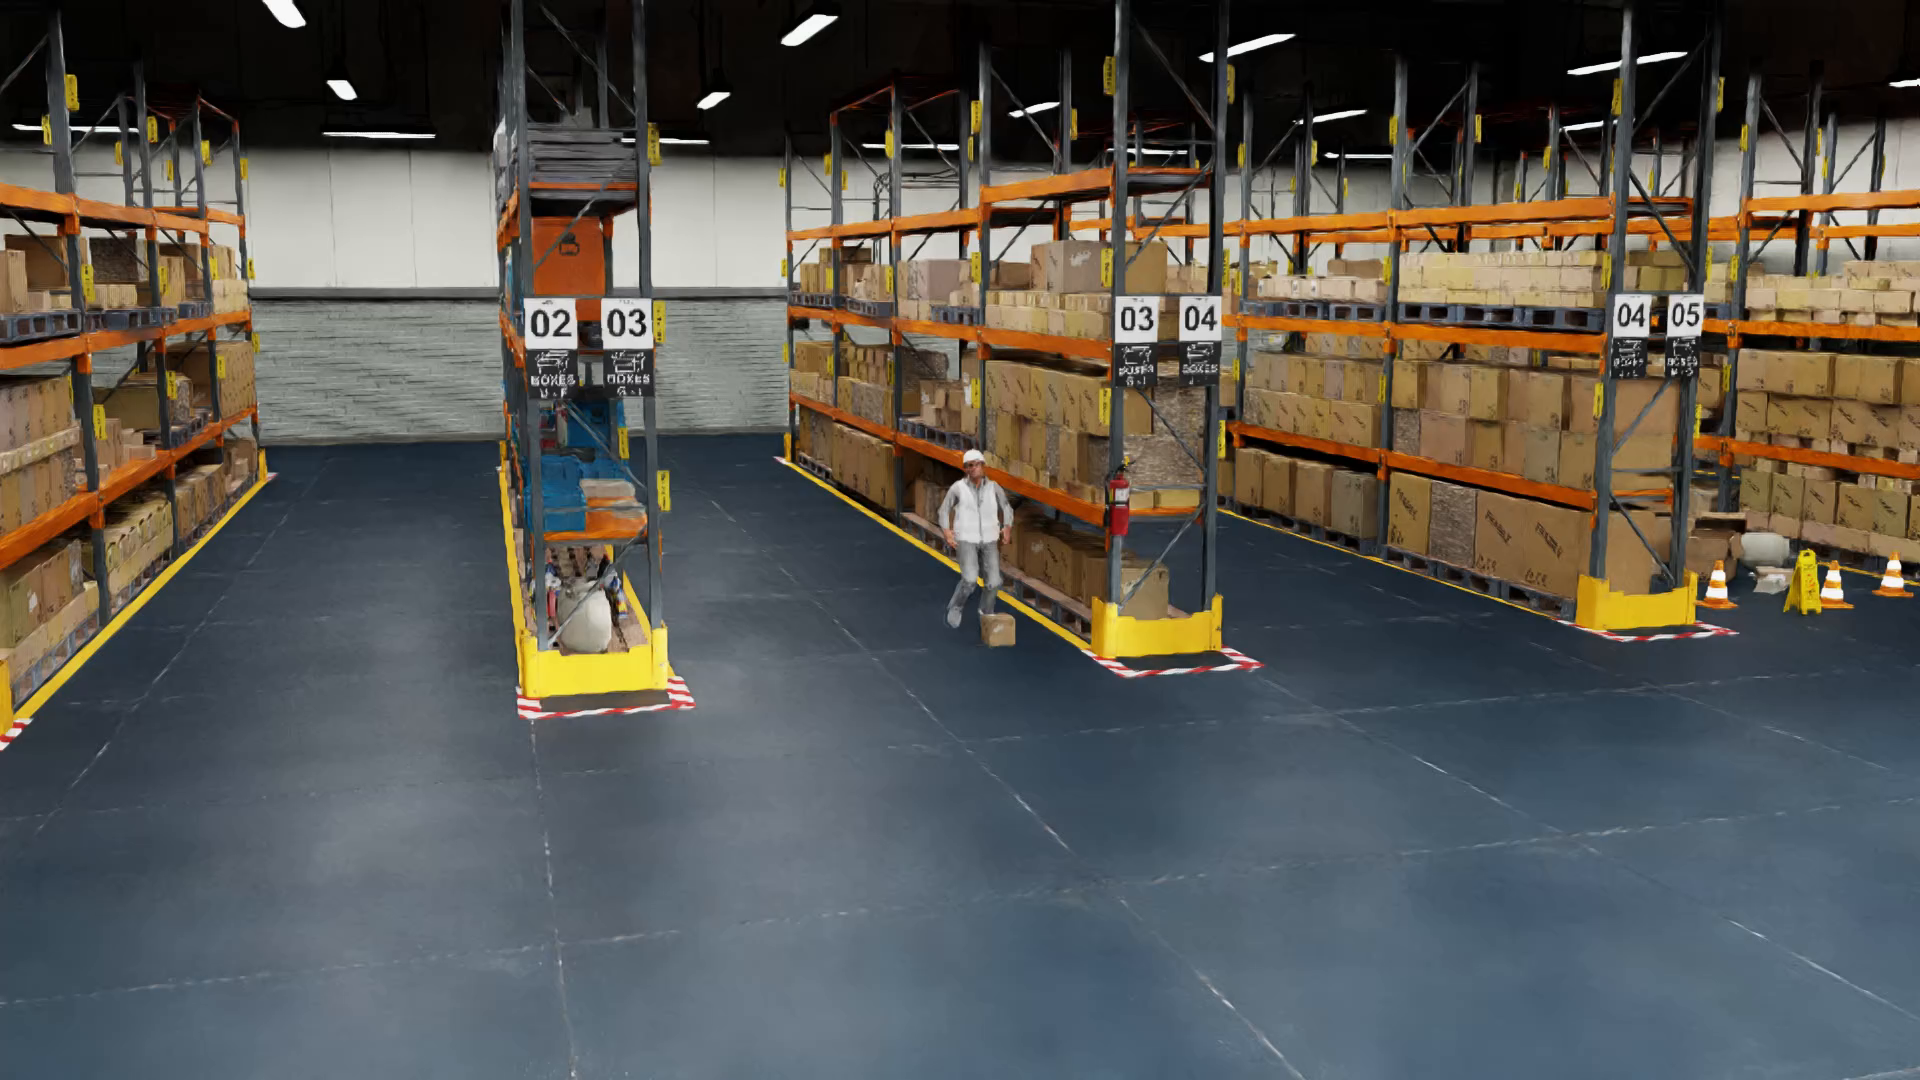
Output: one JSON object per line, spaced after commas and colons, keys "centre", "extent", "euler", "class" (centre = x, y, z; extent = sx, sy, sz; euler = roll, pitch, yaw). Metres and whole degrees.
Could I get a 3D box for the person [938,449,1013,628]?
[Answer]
{"centre": [0.186, 0.005, 15.833], "extent": [0.716, 1.738, 0.503], "euler": [-3, 10, -17], "class": "person"}
